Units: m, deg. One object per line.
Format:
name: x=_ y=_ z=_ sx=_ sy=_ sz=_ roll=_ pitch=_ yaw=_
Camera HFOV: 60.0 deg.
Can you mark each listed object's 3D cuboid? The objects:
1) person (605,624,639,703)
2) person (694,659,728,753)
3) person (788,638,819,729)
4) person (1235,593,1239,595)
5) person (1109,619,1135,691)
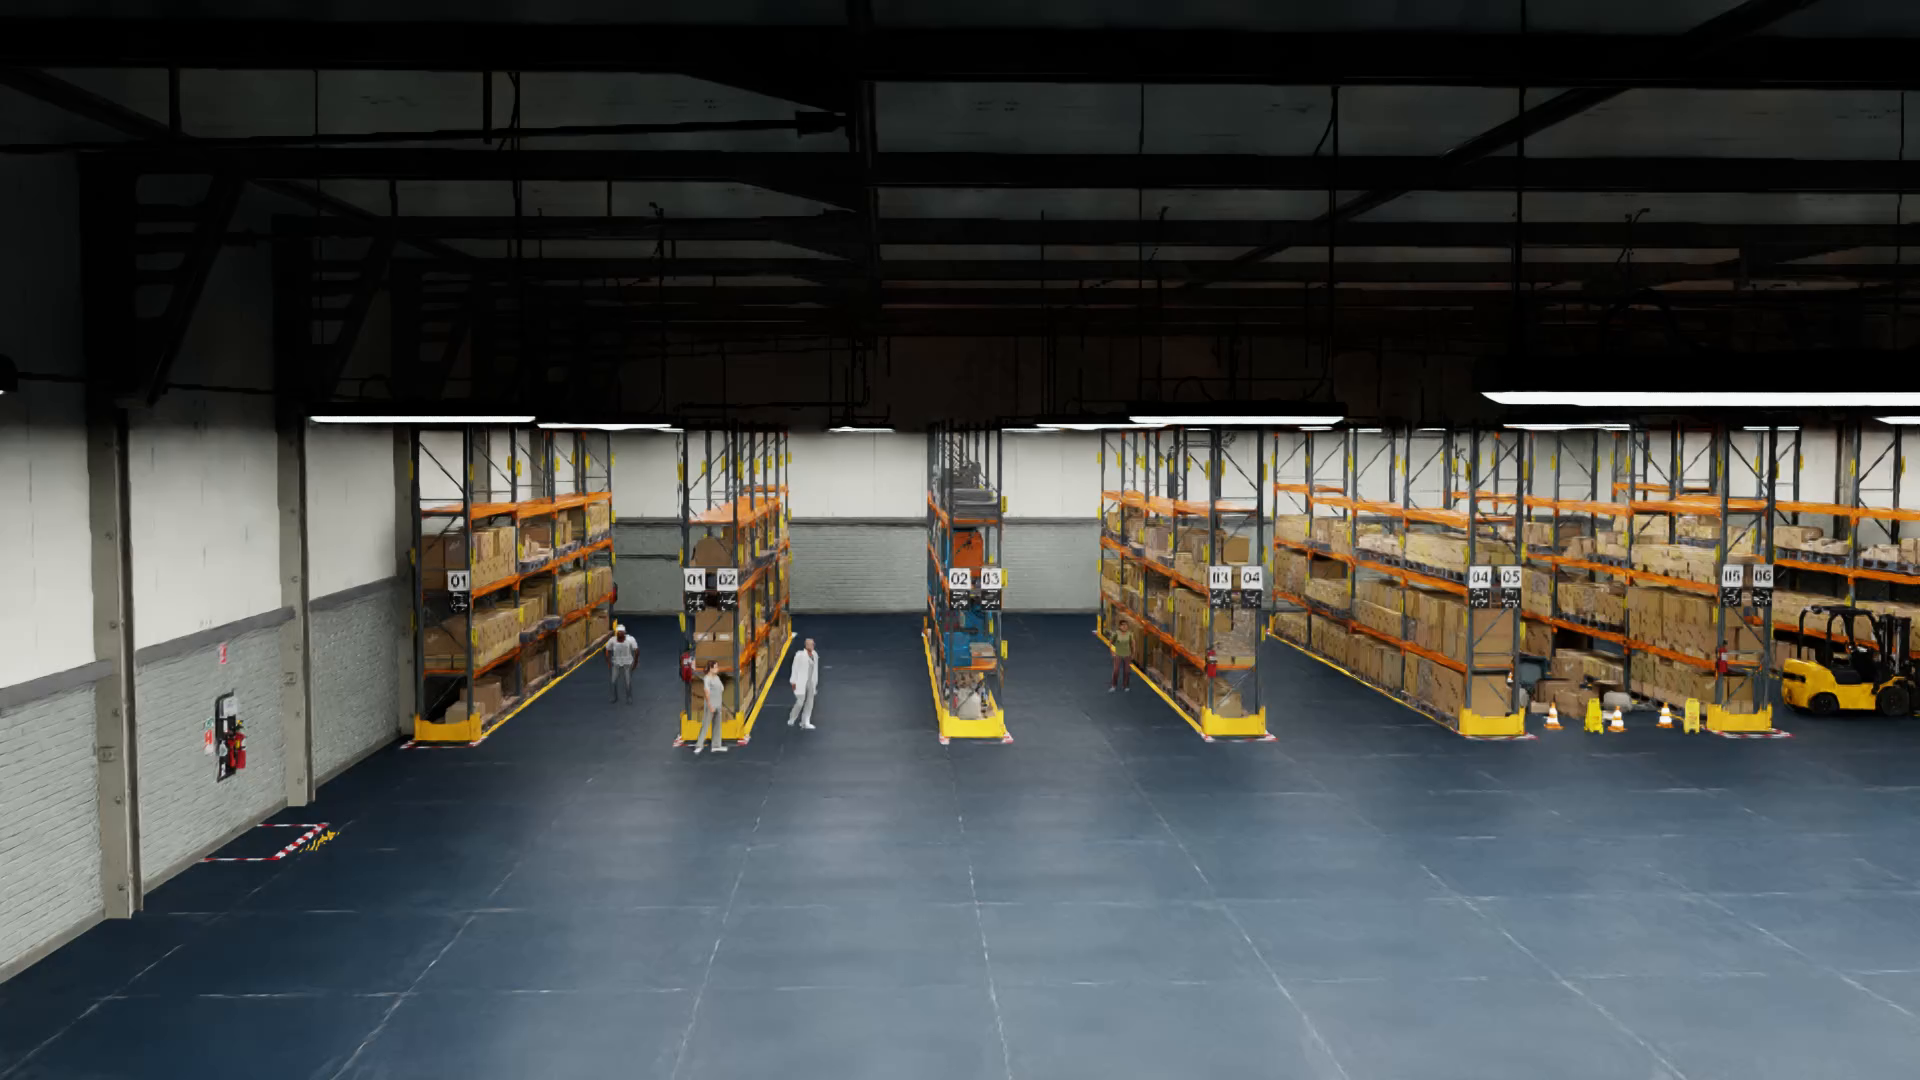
person: x=-7.168 y=2.619 z=35.226 sx=0.719 sy=1.714 sz=0.578 roll=0 pitch=4 yaw=-3
person: x=-4.501 y=2.979 z=29.783 sx=0.426 sy=1.672 sz=0.642 roll=2 pitch=4 yaw=28
person: x=-3.043 y=2.770 z=32.310 sx=0.618 sy=1.767 sz=0.598 roll=-3 pitch=5 yaw=-38
person: x=7.648 y=1.843 z=46.825 sx=0.457 sy=1.763 sz=0.609 roll=-2 pitch=4 yaw=-26
person: x=3.599 y=2.555 z=36.949 sx=0.598 sy=1.619 sz=0.506 roll=0 pitch=4 yaw=-4
